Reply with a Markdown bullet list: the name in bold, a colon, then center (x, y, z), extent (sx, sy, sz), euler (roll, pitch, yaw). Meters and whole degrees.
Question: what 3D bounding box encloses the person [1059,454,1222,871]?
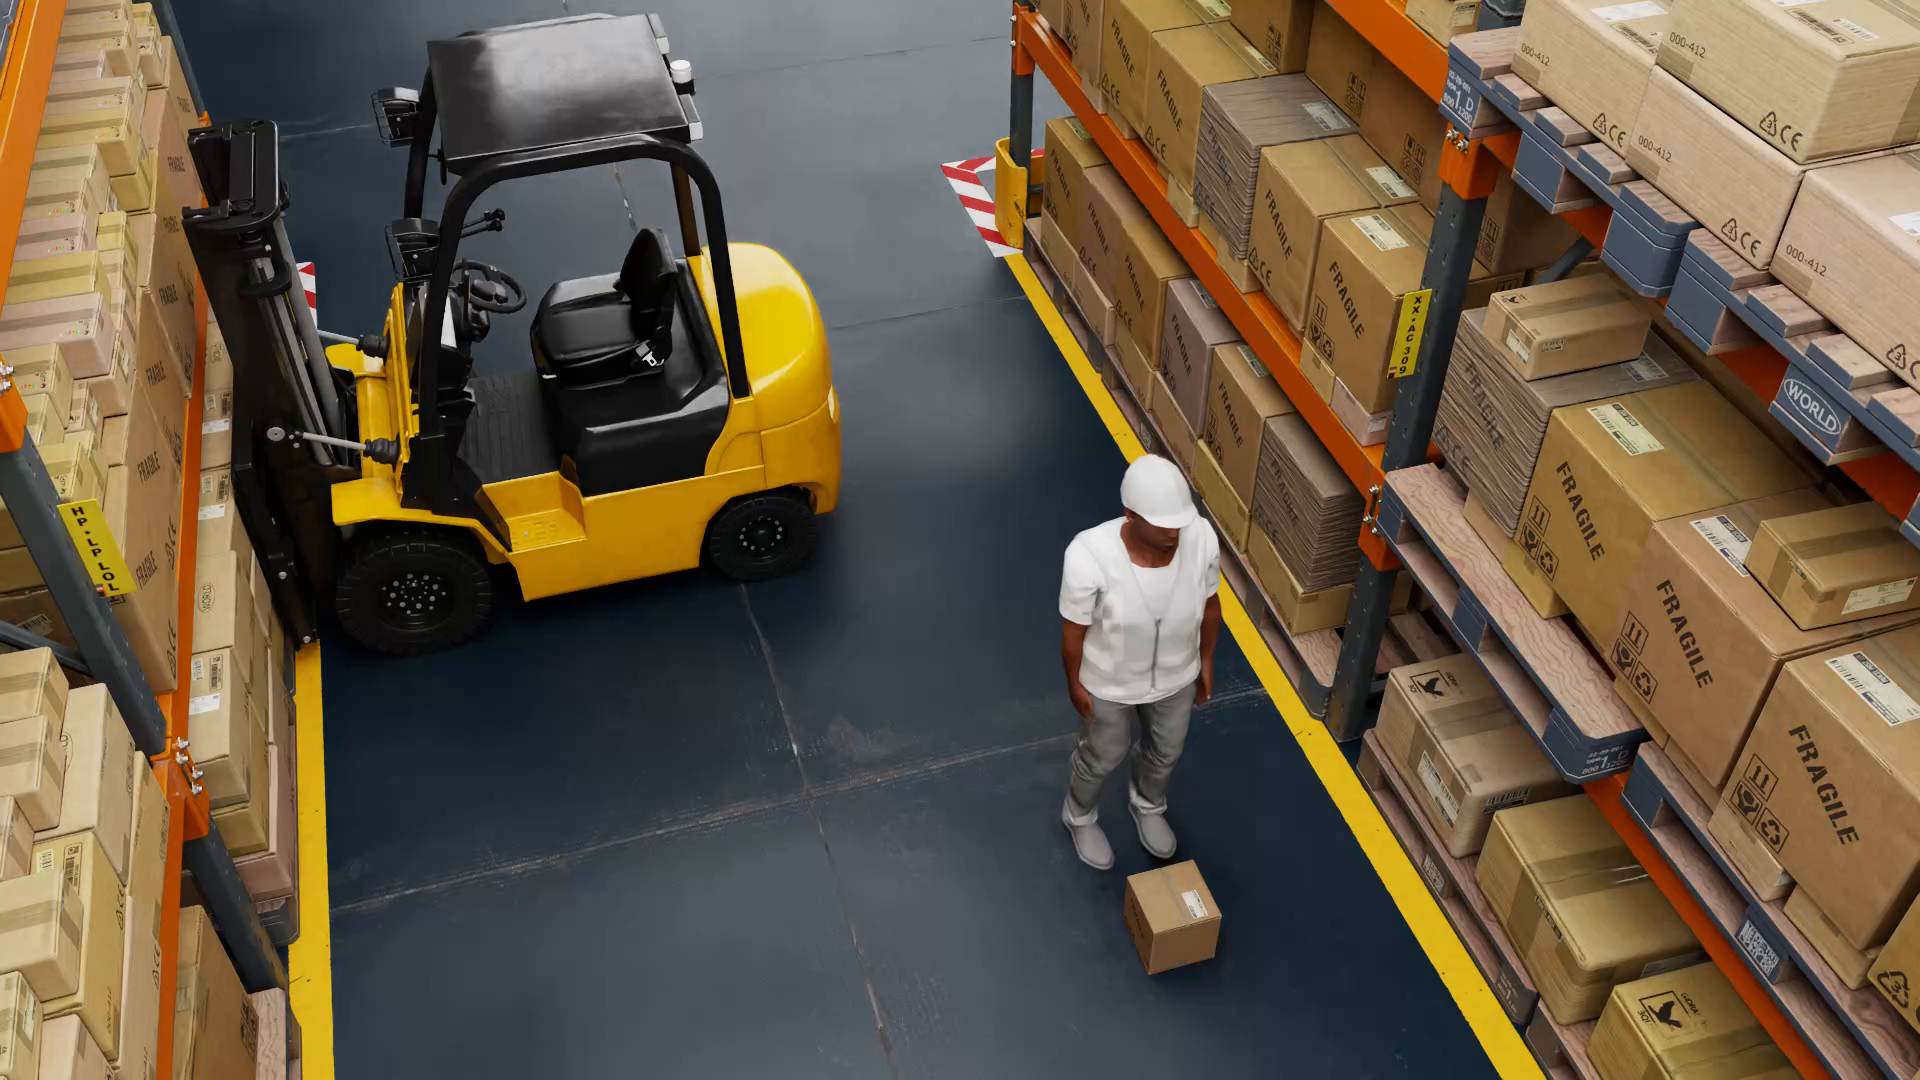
- **person**: center (0.612, 0.444, 5.657), extent (0.563, 1.767, 0.366), euler (-11, 43, -12)
